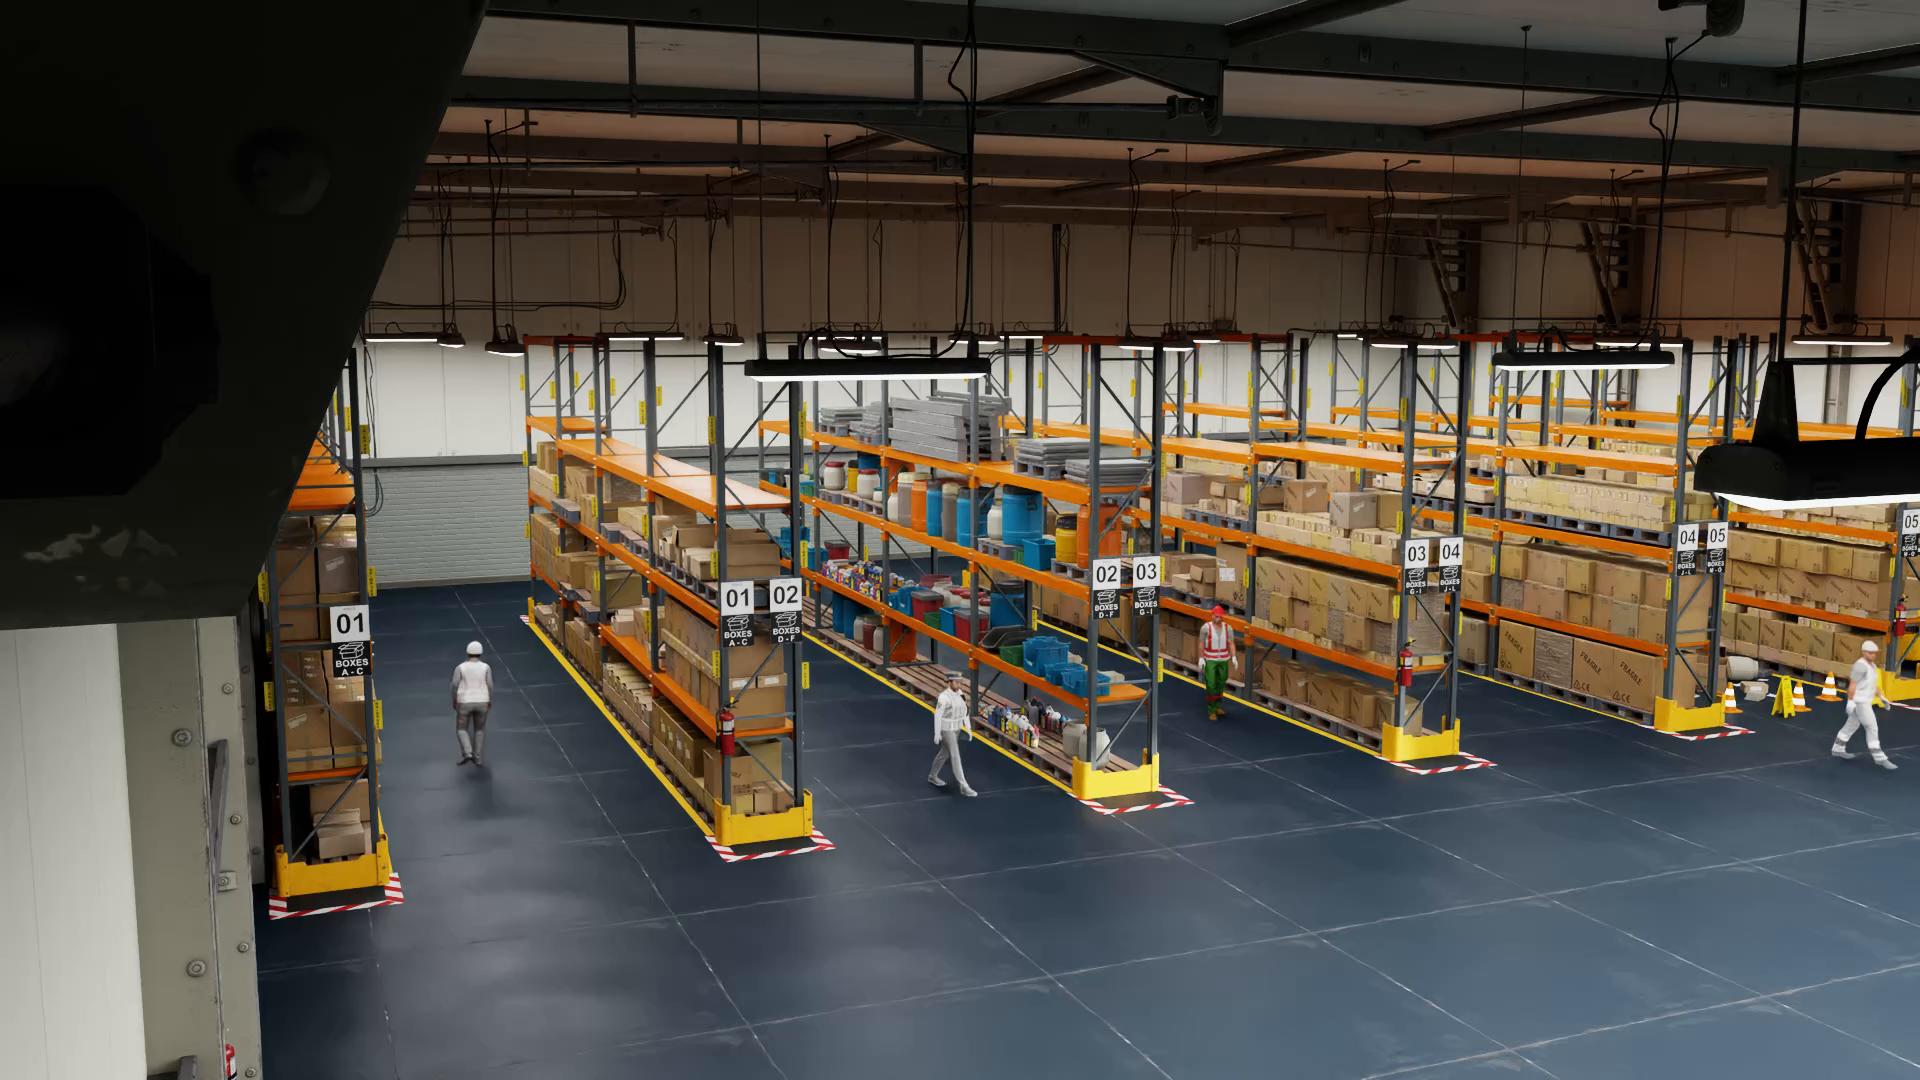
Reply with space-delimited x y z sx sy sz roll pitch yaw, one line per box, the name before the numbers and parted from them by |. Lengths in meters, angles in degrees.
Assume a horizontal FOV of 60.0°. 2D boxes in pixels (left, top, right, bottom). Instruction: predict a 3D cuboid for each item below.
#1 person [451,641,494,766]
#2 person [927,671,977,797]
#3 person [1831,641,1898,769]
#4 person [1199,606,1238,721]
person | -6.911 2.336 23.623 0.592 1.747 0.684 -3 8 -21
person | -0.069 2.550 22.272 0.944 1.619 0.508 5 9 32
person | 12.908 2.307 23.624 0.883 1.763 0.559 7 10 41
person | 4.104 1.954 26.469 0.586 1.838 0.528 -1 8 -7
